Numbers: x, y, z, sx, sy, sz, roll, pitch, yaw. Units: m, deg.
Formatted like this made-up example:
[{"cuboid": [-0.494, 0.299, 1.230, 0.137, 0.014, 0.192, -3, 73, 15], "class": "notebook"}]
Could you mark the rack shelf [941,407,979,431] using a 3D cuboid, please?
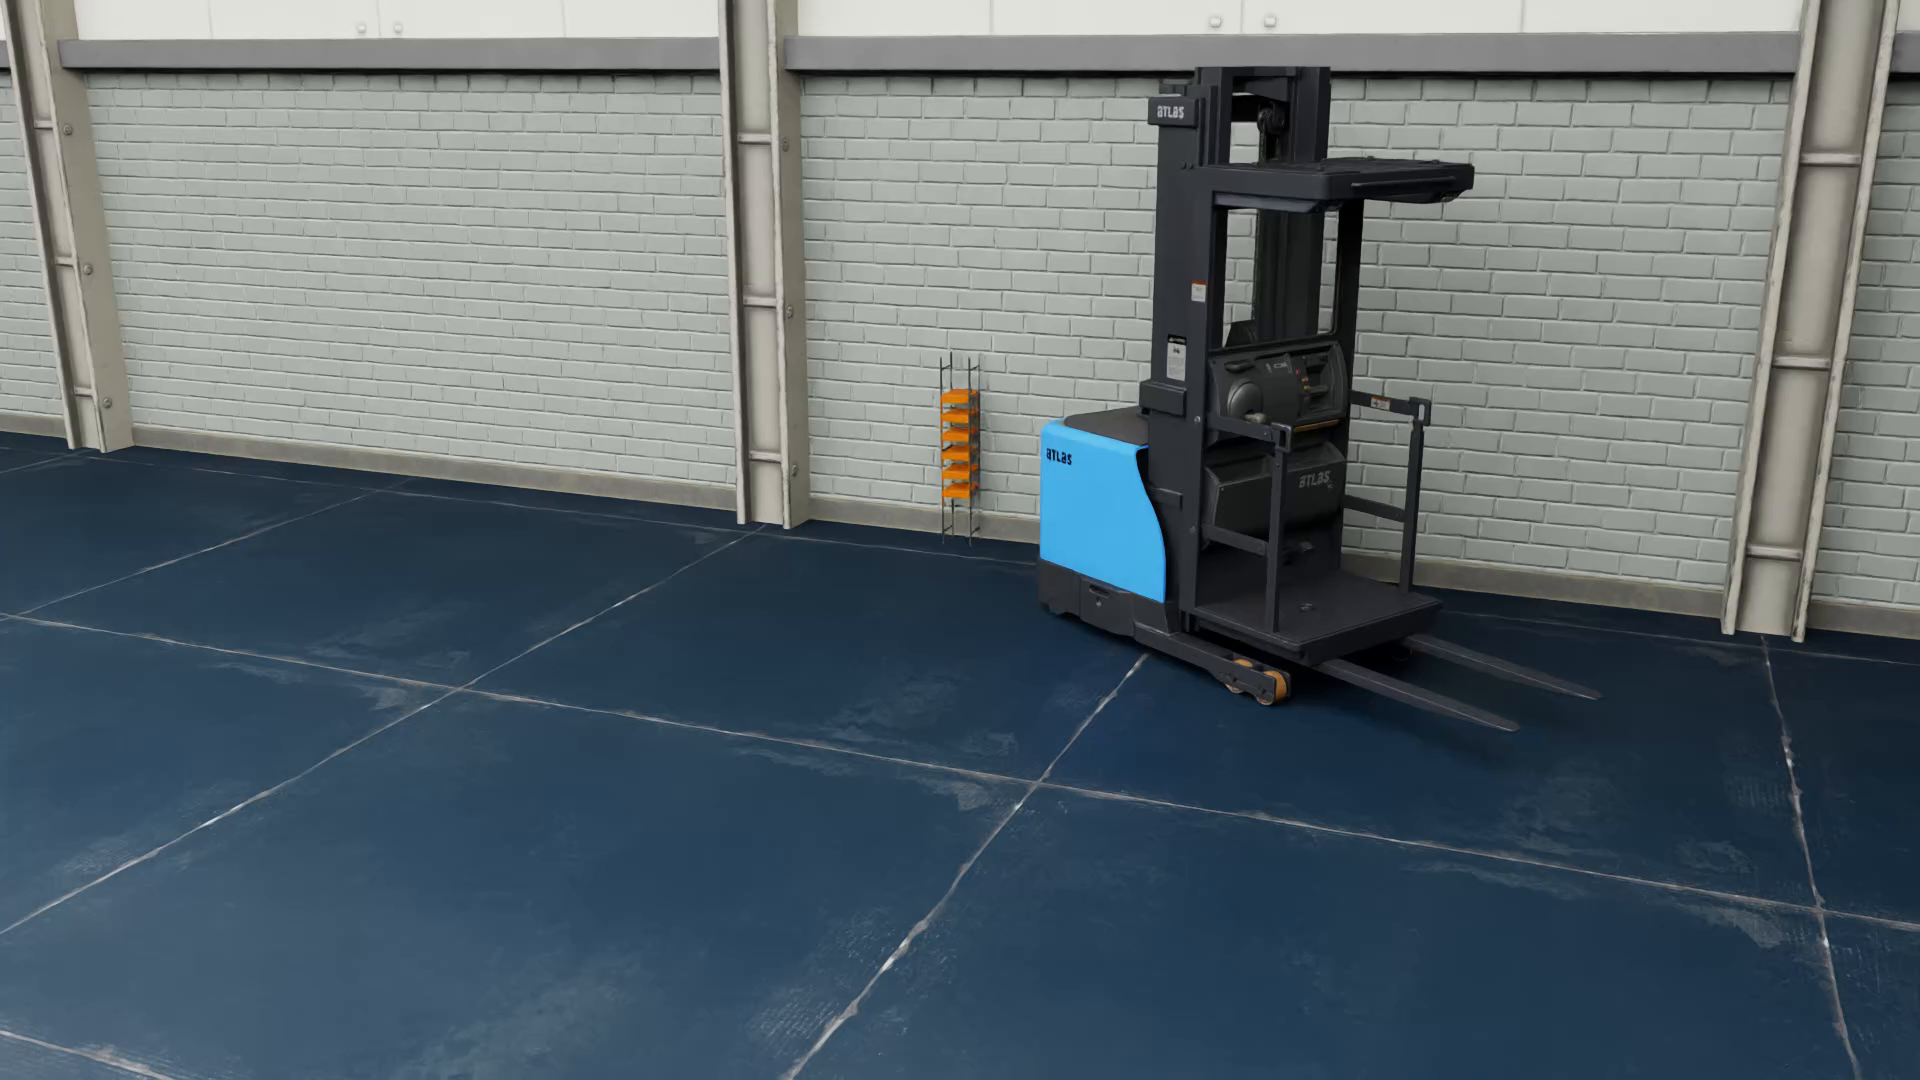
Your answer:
[{"cuboid": [0.004, -0.758, 10.412, 0.180, 0.103, 0.258, 4, 15, 16], "class": "rack shelf"}]

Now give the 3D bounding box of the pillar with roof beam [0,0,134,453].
[{"cuboid": [-8.402, -3.949, 8.136, 0.400, 9.000, 9.100, 6, 17, 21], "class": "pillar with roof beam"}]

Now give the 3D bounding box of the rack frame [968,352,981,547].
[{"cuboid": [0.093, -0.563, 10.435, 0.006, 1.200, 0.240, 4, 15, 16], "class": "rack frame"}]

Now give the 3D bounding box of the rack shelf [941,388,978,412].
[{"cuboid": [0.002, -0.875, 10.383, 0.180, 0.103, 0.258, 4, 15, 16], "class": "rack shelf"}]

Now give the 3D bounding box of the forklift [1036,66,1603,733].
[{"cuboid": [1.712, -0.772, 8.077, 1.130, 2.935, 3.031, -12, 20, -35], "class": "forklift"}]

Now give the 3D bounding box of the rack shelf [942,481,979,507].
[{"cuboid": [0.008, -0.293, 10.531, 0.180, 0.103, 0.258, 4, 15, 16], "class": "rack shelf"}]

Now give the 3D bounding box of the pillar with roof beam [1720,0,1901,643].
[{"cuboid": [2.761, -2.721, 3.907, 0.400, 9.000, 9.100, 6, 17, 21], "class": "pillar with roof beam"}]

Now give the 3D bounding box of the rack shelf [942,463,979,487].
[{"cuboid": [0.007, -0.410, 10.501, 0.180, 0.103, 0.258, 4, 15, 16], "class": "rack shelf"}]

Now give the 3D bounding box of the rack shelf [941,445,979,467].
[{"cuboid": [0.006, -0.526, 10.472, 0.180, 0.103, 0.258, 4, 15, 16], "class": "rack shelf"}]

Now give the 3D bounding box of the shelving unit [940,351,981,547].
[{"cuboid": [0.005, -0.569, 10.461, 0.189, 1.200, 0.258, 4, 15, 16], "class": "shelving unit"}]

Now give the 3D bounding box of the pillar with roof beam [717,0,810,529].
[{"cuboid": [-2.821, -3.335, 6.022, 0.400, 9.000, 9.100, 6, 17, 21], "class": "pillar with roof beam"}]

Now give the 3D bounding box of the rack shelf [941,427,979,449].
[{"cuboid": [0.005, -0.642, 10.442, 0.180, 0.103, 0.258, 4, 15, 16], "class": "rack shelf"}]

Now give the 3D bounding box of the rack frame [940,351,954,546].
[{"cuboid": [-0.082, -0.575, 10.486, 0.006, 1.200, 0.240, 4, 15, 16], "class": "rack frame"}]
